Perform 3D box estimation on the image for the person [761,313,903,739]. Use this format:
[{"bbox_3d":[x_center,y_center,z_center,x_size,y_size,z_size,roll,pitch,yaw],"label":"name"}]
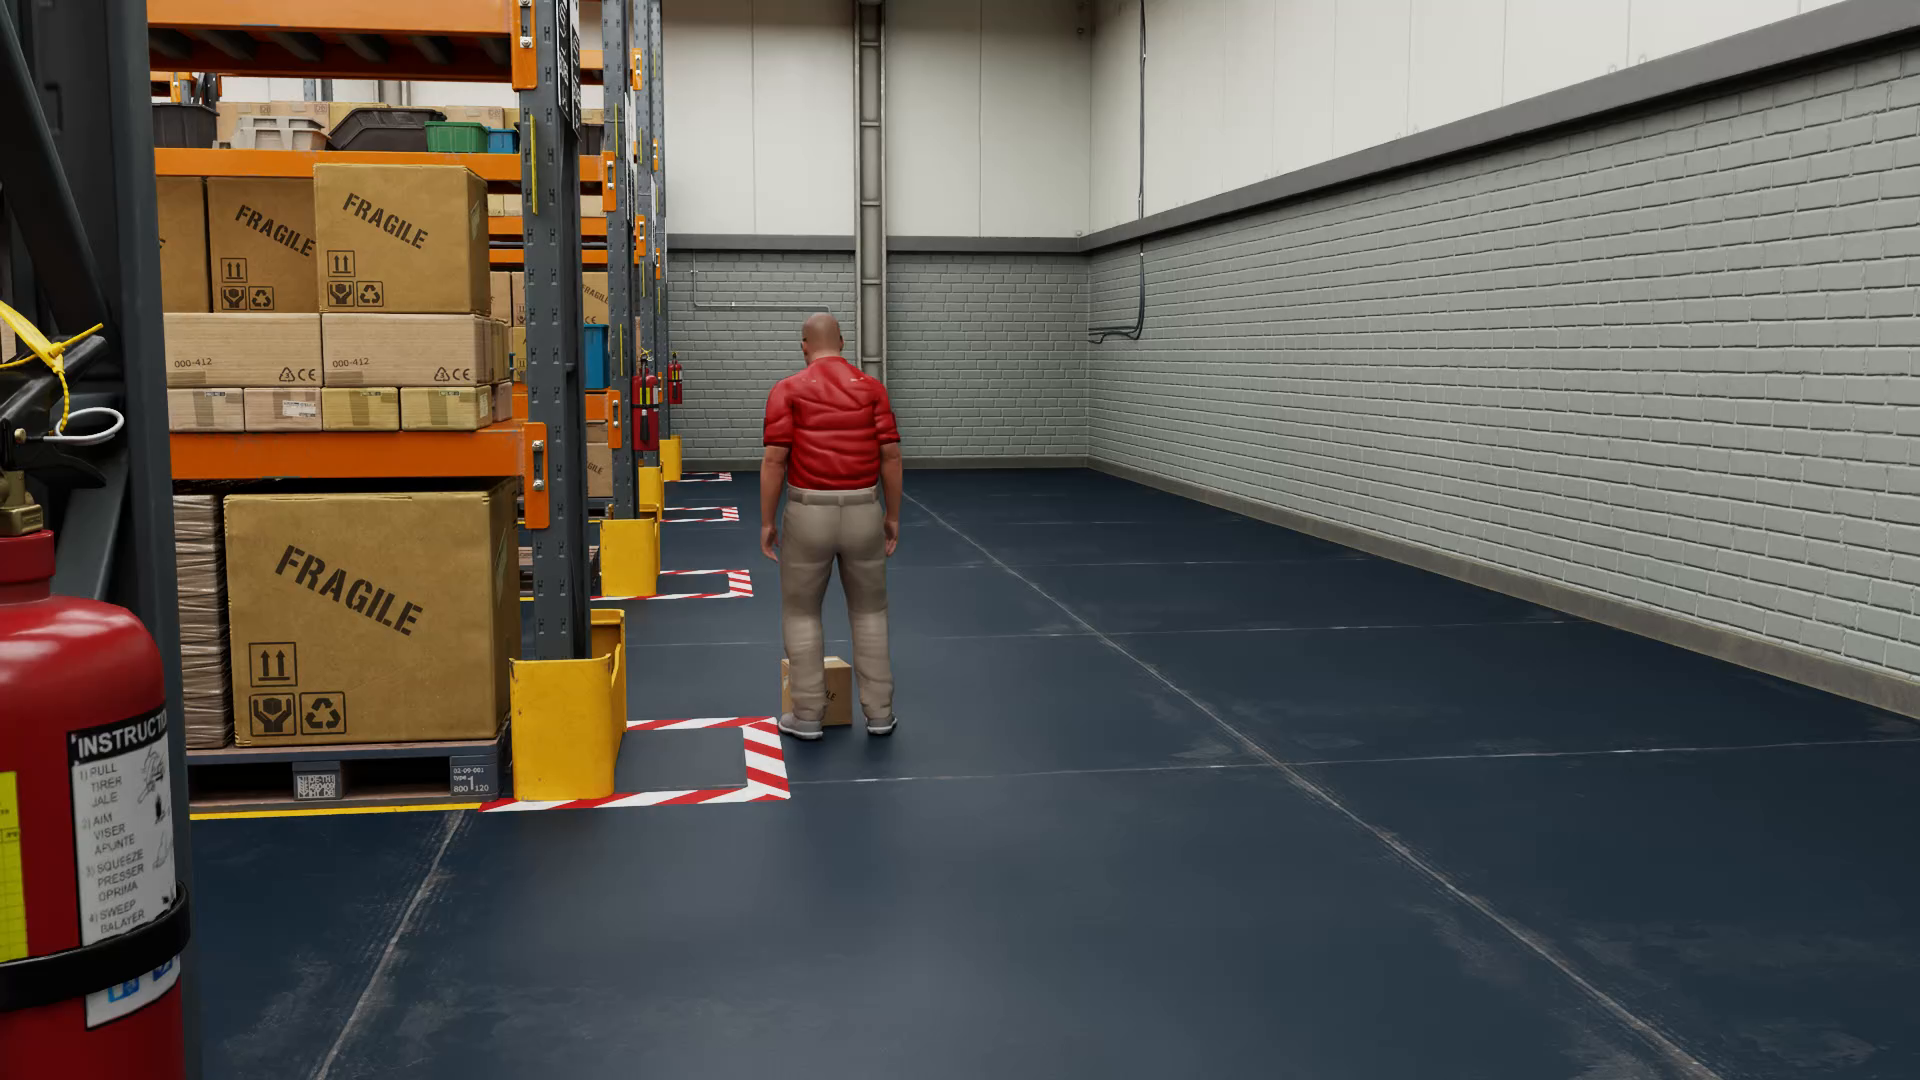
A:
[{"bbox_3d":[-0.526,-0.059,6.799,0.589,1.726,0.393,-2,7,-16],"label":"person"}]
